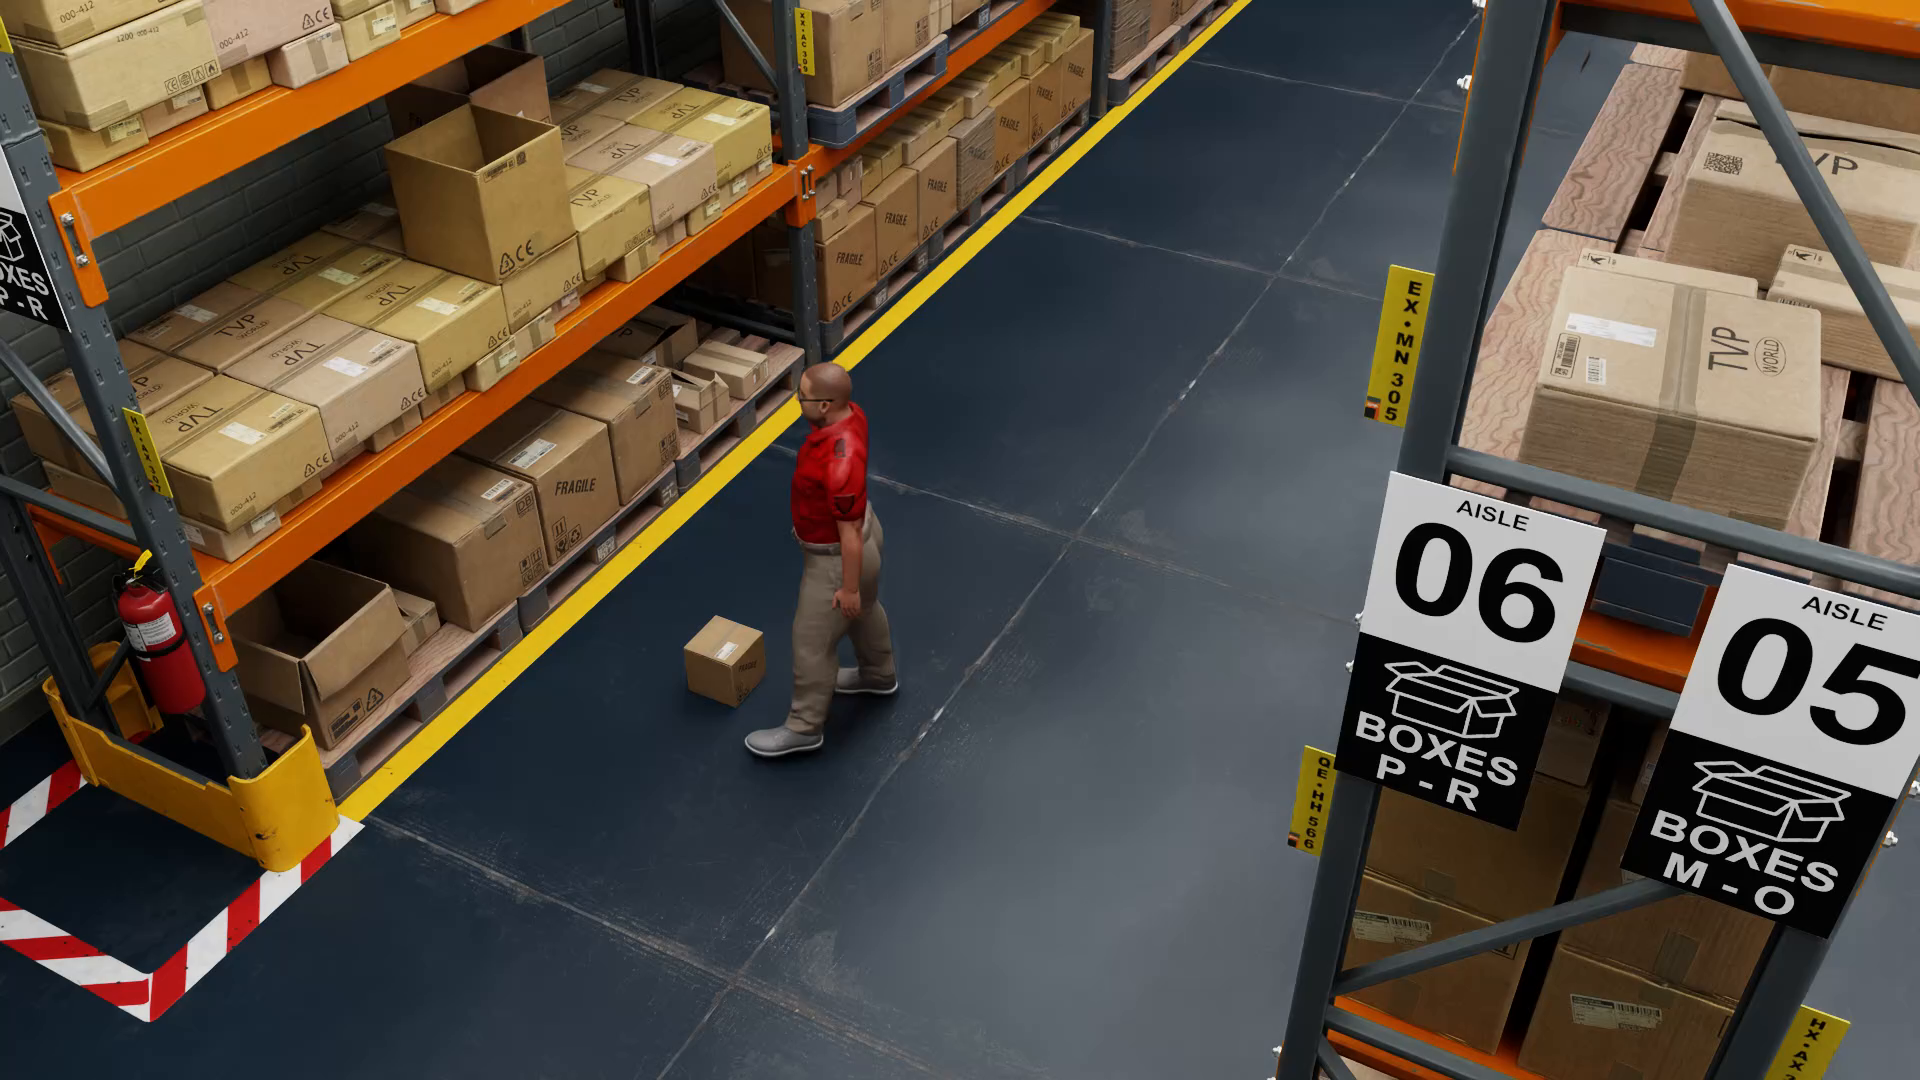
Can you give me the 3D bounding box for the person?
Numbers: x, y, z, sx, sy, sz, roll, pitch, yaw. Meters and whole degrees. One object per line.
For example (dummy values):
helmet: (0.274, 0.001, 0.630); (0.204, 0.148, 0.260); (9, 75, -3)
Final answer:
person: (-0.587, 0.057, 6.670); (0.629, 1.723, 0.625); (0, 38, 0)
